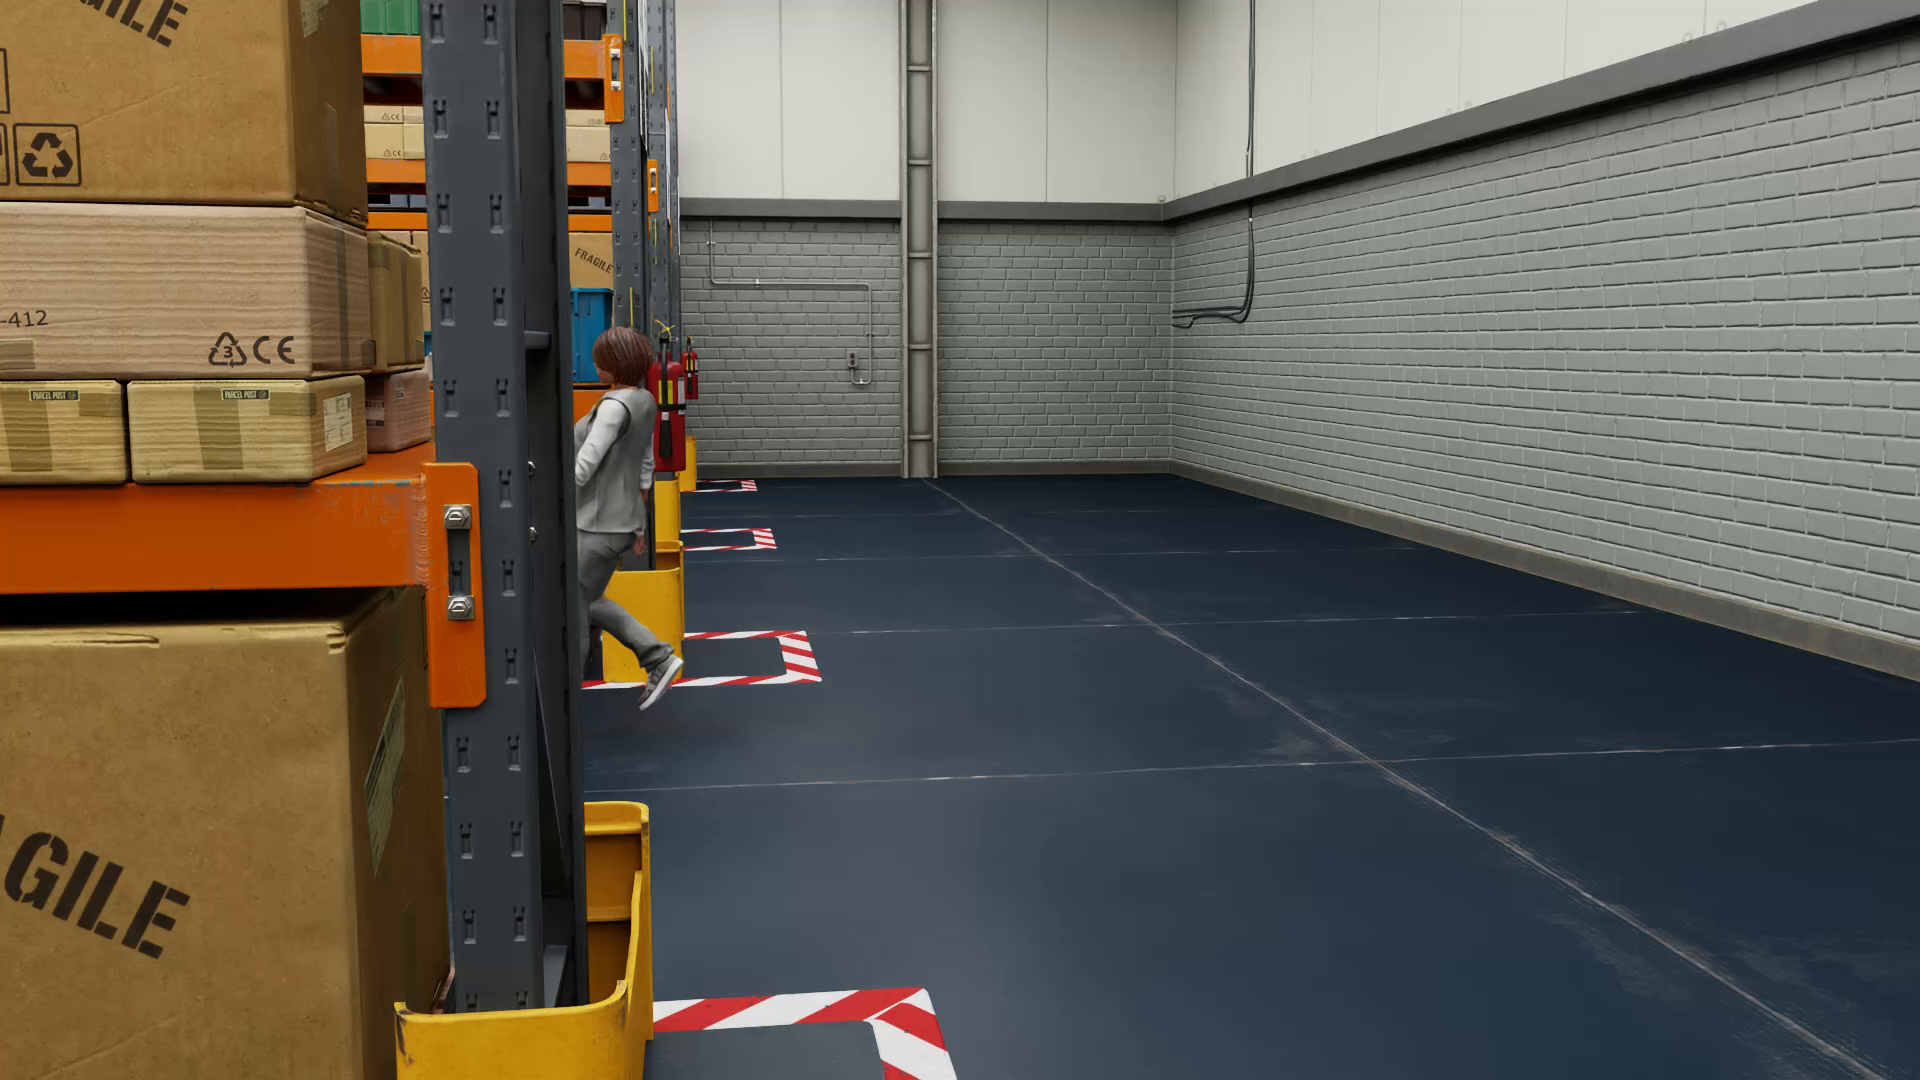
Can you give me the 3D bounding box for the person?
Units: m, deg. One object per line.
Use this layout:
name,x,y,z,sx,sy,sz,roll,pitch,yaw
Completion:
person,-1.453,-0.040,6.435,0.666,1.555,0.478,1,7,7
